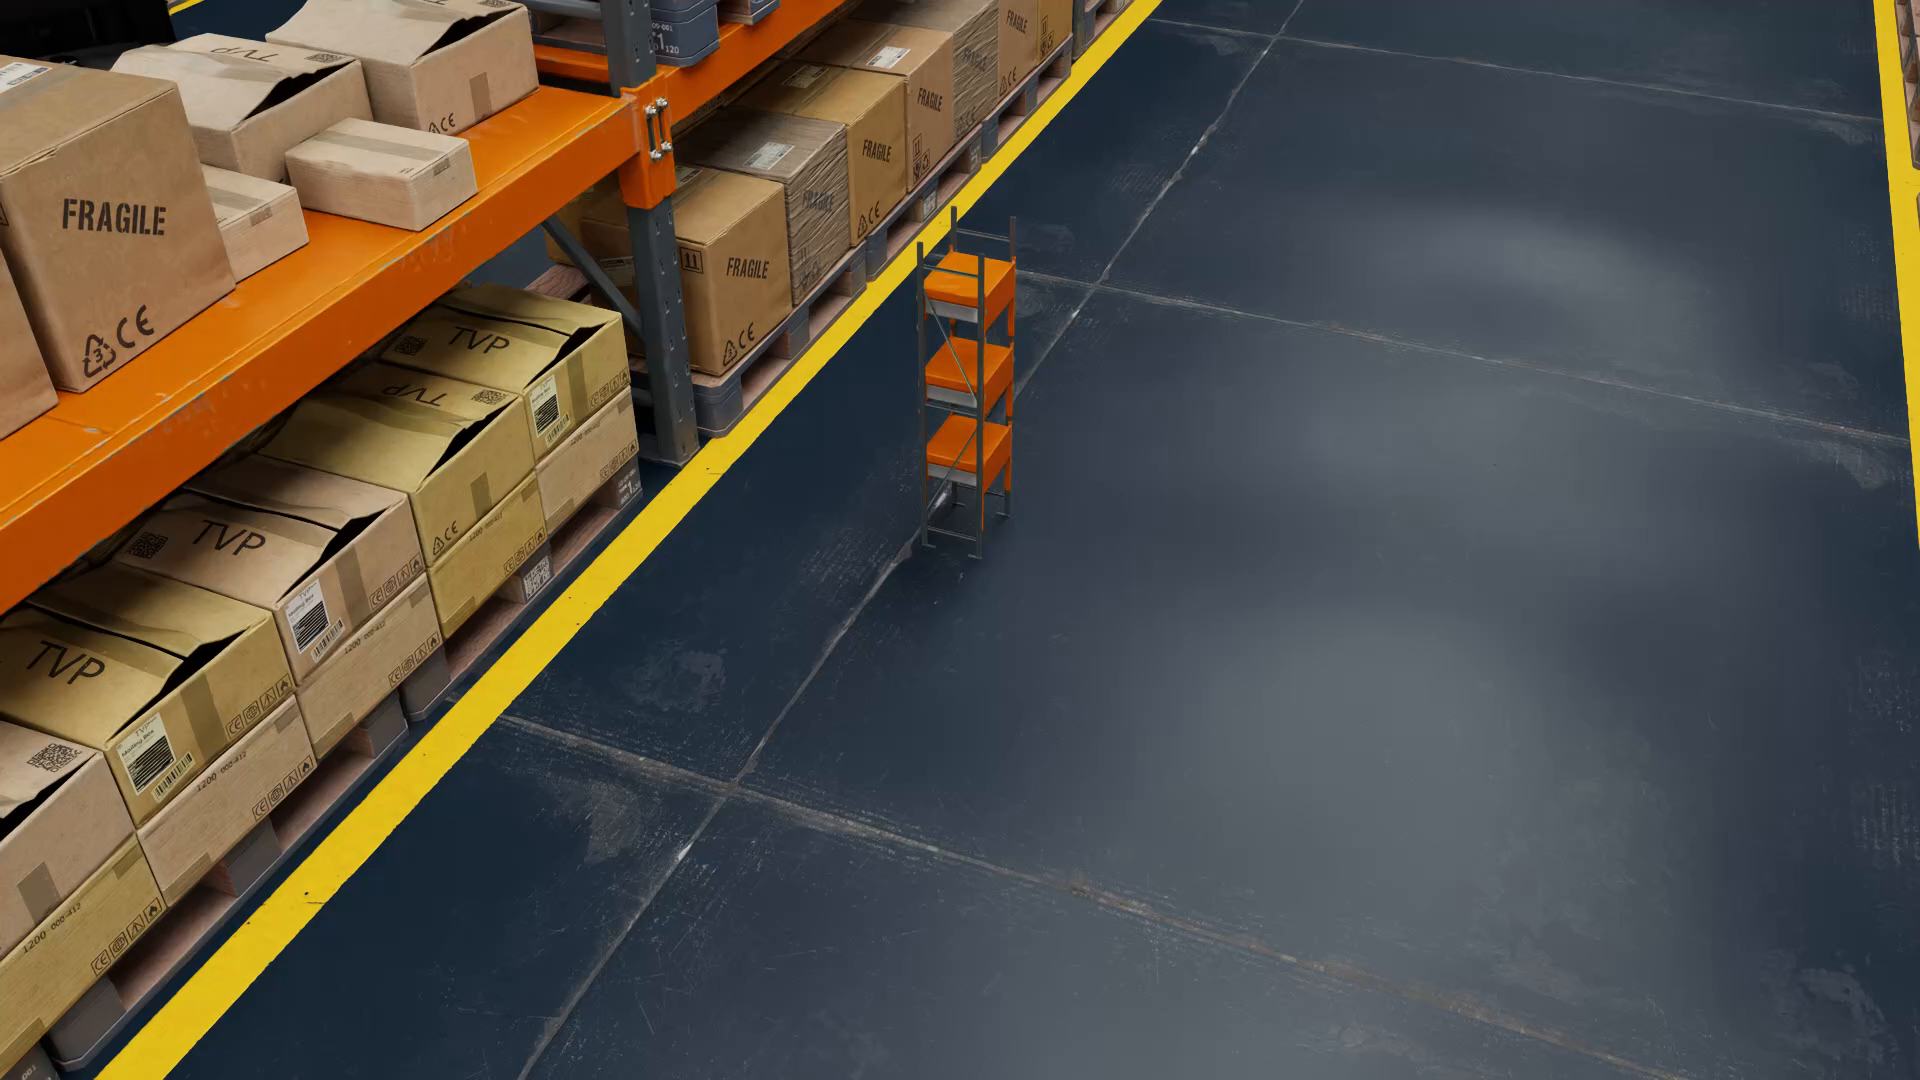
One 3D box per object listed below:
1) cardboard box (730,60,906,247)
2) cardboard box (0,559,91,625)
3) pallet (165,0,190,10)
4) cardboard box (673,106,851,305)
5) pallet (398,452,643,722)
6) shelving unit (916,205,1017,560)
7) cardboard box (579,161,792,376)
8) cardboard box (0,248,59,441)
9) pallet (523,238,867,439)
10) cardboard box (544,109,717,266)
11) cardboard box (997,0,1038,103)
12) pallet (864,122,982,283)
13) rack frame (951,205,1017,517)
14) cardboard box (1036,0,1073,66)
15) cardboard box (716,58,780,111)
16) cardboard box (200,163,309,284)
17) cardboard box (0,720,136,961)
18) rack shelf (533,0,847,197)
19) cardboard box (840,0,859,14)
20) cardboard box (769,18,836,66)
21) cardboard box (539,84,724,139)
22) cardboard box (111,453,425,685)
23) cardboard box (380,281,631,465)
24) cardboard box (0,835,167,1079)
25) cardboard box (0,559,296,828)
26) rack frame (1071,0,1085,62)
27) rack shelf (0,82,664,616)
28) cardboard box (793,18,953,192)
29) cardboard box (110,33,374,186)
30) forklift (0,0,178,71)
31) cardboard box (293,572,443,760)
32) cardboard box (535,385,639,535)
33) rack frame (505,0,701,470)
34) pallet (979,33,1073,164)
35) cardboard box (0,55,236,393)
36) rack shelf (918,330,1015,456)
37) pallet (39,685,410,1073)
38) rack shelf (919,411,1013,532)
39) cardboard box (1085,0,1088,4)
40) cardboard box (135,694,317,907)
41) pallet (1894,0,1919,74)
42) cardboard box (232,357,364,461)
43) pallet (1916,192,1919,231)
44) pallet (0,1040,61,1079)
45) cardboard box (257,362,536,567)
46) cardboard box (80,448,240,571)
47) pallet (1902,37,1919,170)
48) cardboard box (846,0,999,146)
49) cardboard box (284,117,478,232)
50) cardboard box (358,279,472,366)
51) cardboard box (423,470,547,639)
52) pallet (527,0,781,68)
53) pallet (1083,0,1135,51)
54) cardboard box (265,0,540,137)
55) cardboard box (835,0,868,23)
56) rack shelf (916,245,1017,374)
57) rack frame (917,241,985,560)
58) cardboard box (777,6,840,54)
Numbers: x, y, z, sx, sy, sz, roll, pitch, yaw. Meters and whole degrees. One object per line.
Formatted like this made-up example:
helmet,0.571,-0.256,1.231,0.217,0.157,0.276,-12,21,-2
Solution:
cardboard box,-0.542,-1.515,6.492,0.500,0.500,0.500,13,39,17
cardboard box,-2.423,0.205,3.947,0.500,0.311,0.500,13,39,17
pallet,-4.653,-3.365,9.576,1.003,0.211,1.213,14,39,18
cardboard box,-0.737,-1.239,6.122,0.500,0.500,0.500,12,39,16
pallet,-1.718,-0.022,5.103,1.003,0.211,1.213,14,39,18
shelving unit,0.020,-0.450,4.975,0.215,1.050,0.252,14,39,18
cardboard box,-0.931,-0.947,5.733,0.500,0.500,0.500,15,39,20
cardboard box,-2.192,-0.401,3.198,0.500,0.500,0.500,14,39,18
pallet,-1.050,-0.873,6.242,1.003,0.211,1.213,14,39,18
cardboard box,-1.230,-1.332,6.247,0.500,0.500,0.500,15,39,20
cardboard box,0.035,-2.365,7.629,0.500,0.500,0.500,14,39,18
pallet,-0.584,-1.546,7.143,1.003,0.211,1.213,14,39,18
rack frame,0.067,-0.518,5.066,0.200,1.050,0.008,14,39,18
cardboard box,0.231,-2.637,7.993,0.500,0.500,0.500,14,39,17
cardboard box,-1.033,-1.618,6.630,0.500,0.500,0.500,12,39,16
cardboard box,-1.802,-0.766,3.979,0.380,0.149,0.250,17,40,21
cardboard box,-2.112,0.603,3.416,0.500,0.311,0.500,13,39,16
rack shelf,-0.608,-2.405,6.563,1.077,0.370,4.000,14,39,18
cardboard box,-0.637,-2.510,7.196,0.500,0.250,0.500,14,39,18
cardboard box,-0.839,-1.910,7.021,0.500,0.500,0.500,12,39,16
cardboard box,-1.212,-1.664,6.065,0.500,0.250,0.500,15,39,19
cardboard box,-1.727,0.037,4.172,0.500,0.311,0.500,14,39,17
cardboard box,-1.340,-0.531,4.932,0.500,0.311,0.500,15,39,19
cardboard box,-2.118,0.825,3.586,0.500,0.250,0.500,13,39,16
cardboard box,-1.919,0.314,3.802,0.500,0.311,0.500,15,39,19
rack frame,0.153,-3.800,7.829,1.000,3.000,0.127,14,39,18
rack shelf,-2.130,-0.190,3.600,1.077,0.370,4.000,14,39,18
cardboard box,-0.348,-1.805,6.880,0.500,0.500,0.500,13,39,16
cardboard box,-1.888,-1.099,4.289,0.500,0.311,0.500,13,39,17
forklift,-3.514,-2.211,5.759,1.130,2.935,3.031,-26,44,-30
cardboard box,-1.730,0.258,4.345,0.500,0.250,0.500,15,39,19
cardboard box,-1.343,-0.306,5.099,0.500,0.250,0.500,15,39,19
rack frame,-1.369,-1.586,4.866,1.000,3.000,0.127,14,39,18
pallet,-0.121,-2.224,8.050,1.003,0.211,1.213,14,39,18
cardboard box,-1.992,-0.693,3.588,0.500,0.500,0.500,12,38,15
rack shelf,0.020,-0.442,4.982,0.215,0.259,0.240,14,39,18
pallet,-2.184,0.651,4.202,1.003,0.211,1.213,14,39,18
rack shelf,0.020,-0.219,5.148,0.215,0.259,0.240,14,39,18
cardboard box,0.513,-3.083,8.747,0.500,0.311,0.500,14,39,18
cardboard box,-1.923,0.544,3.963,0.500,0.250,0.500,15,39,19
pallet,5.439,-2.647,8.615,1.003,0.211,1.213,14,39,18
cardboard box,-2.032,-0.361,4.705,0.500,0.311,0.500,13,39,17
pallet,4.401,-1.135,6.592,1.003,0.211,1.213,14,39,18
pallet,-2.646,1.329,3.295,1.003,0.211,1.213,14,39,18
cardboard box,-1.532,-0.242,4.545,0.500,0.311,0.500,13,39,17
cardboard box,-2.228,-0.079,4.328,0.500,0.311,0.500,13,39,17
pallet,4.977,-1.969,7.708,1.003,0.211,1.213,14,39,18
cardboard box,-0.156,-2.087,7.258,0.500,0.500,0.500,14,39,18
cardboard box,-1.455,-0.924,4.191,0.380,0.149,0.250,14,39,18
cardboard box,-1.839,-0.654,5.097,0.500,0.311,0.500,15,39,19
cardboard box,-1.536,-0.019,4.716,0.500,0.250,0.500,13,39,17
pallet,-1.176,-1.900,5.447,1.213,0.211,1.003,14,39,18
pallet,0.416,-3.063,9.172,1.003,0.211,1.213,14,39,18
cardboard box,-1.547,-1.358,4.636,0.500,0.311,0.500,16,40,21
cardboard box,-0.646,-2.190,7.395,0.500,0.500,0.500,14,39,18
rack shelf,0.020,-0.669,4.812,0.215,0.259,0.240,14,39,18
rack frame,-0.026,-0.383,4.885,0.200,1.050,0.008,14,39,18
cardboard box,-0.827,-2.232,6.824,0.500,0.250,0.500,13,39,17
